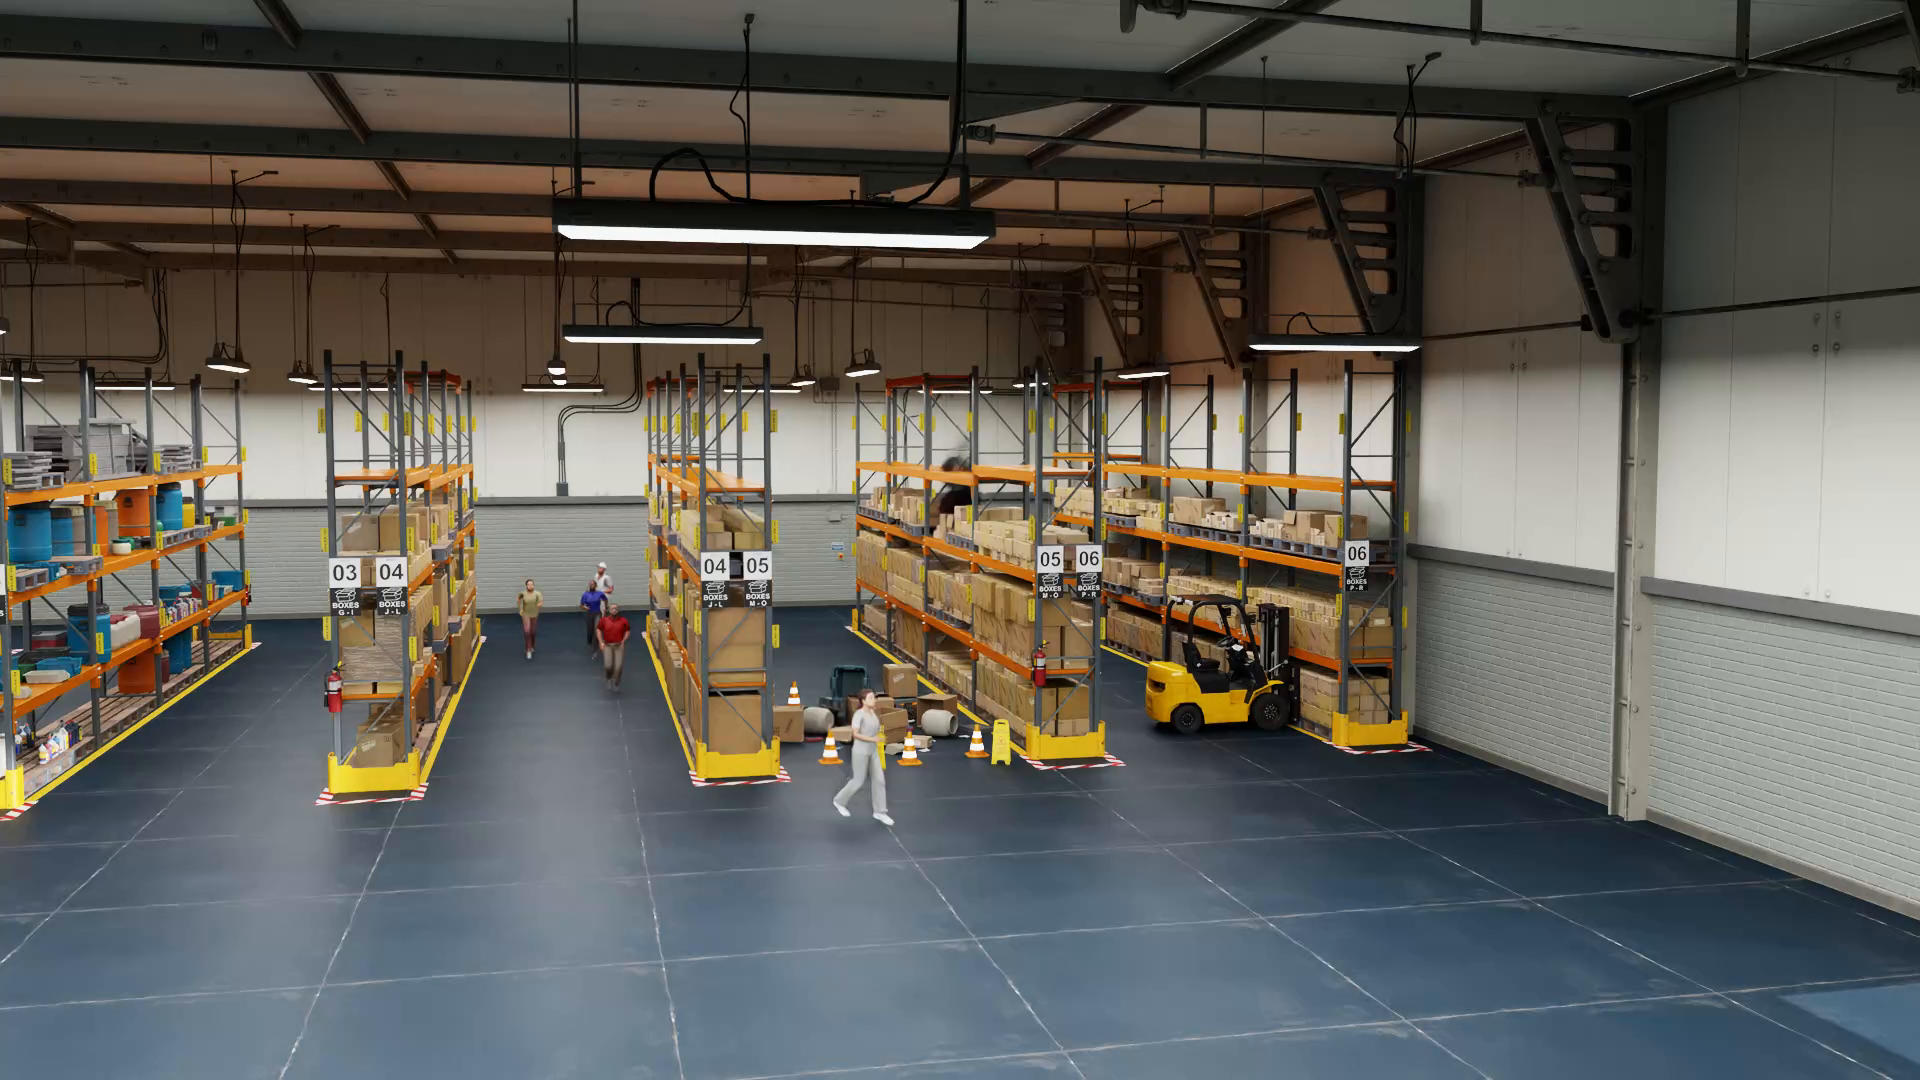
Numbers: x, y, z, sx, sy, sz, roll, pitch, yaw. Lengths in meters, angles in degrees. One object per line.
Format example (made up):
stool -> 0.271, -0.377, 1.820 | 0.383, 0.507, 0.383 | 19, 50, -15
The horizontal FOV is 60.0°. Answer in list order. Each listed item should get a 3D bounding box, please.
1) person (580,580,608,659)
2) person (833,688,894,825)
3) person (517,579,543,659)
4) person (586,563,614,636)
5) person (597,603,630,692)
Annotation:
person -> -7.893, 1.686, 35.887 | 0.588, 1.670, 0.931 | 0, 4, -7
person -> -1.210, 2.706, 20.957 | 0.853, 1.698, 0.583 | 2, 5, 30
person -> -9.265, 1.682, 35.890 | 0.518, 1.709, 0.861 | -2, 4, -22
person -> -8.468, 1.403, 39.423 | 0.704, 1.742, 0.786 | 3, 5, 34
person -> -6.455, 2.016, 31.031 | 0.609, 1.663, 0.609 | -1, 4, -16
